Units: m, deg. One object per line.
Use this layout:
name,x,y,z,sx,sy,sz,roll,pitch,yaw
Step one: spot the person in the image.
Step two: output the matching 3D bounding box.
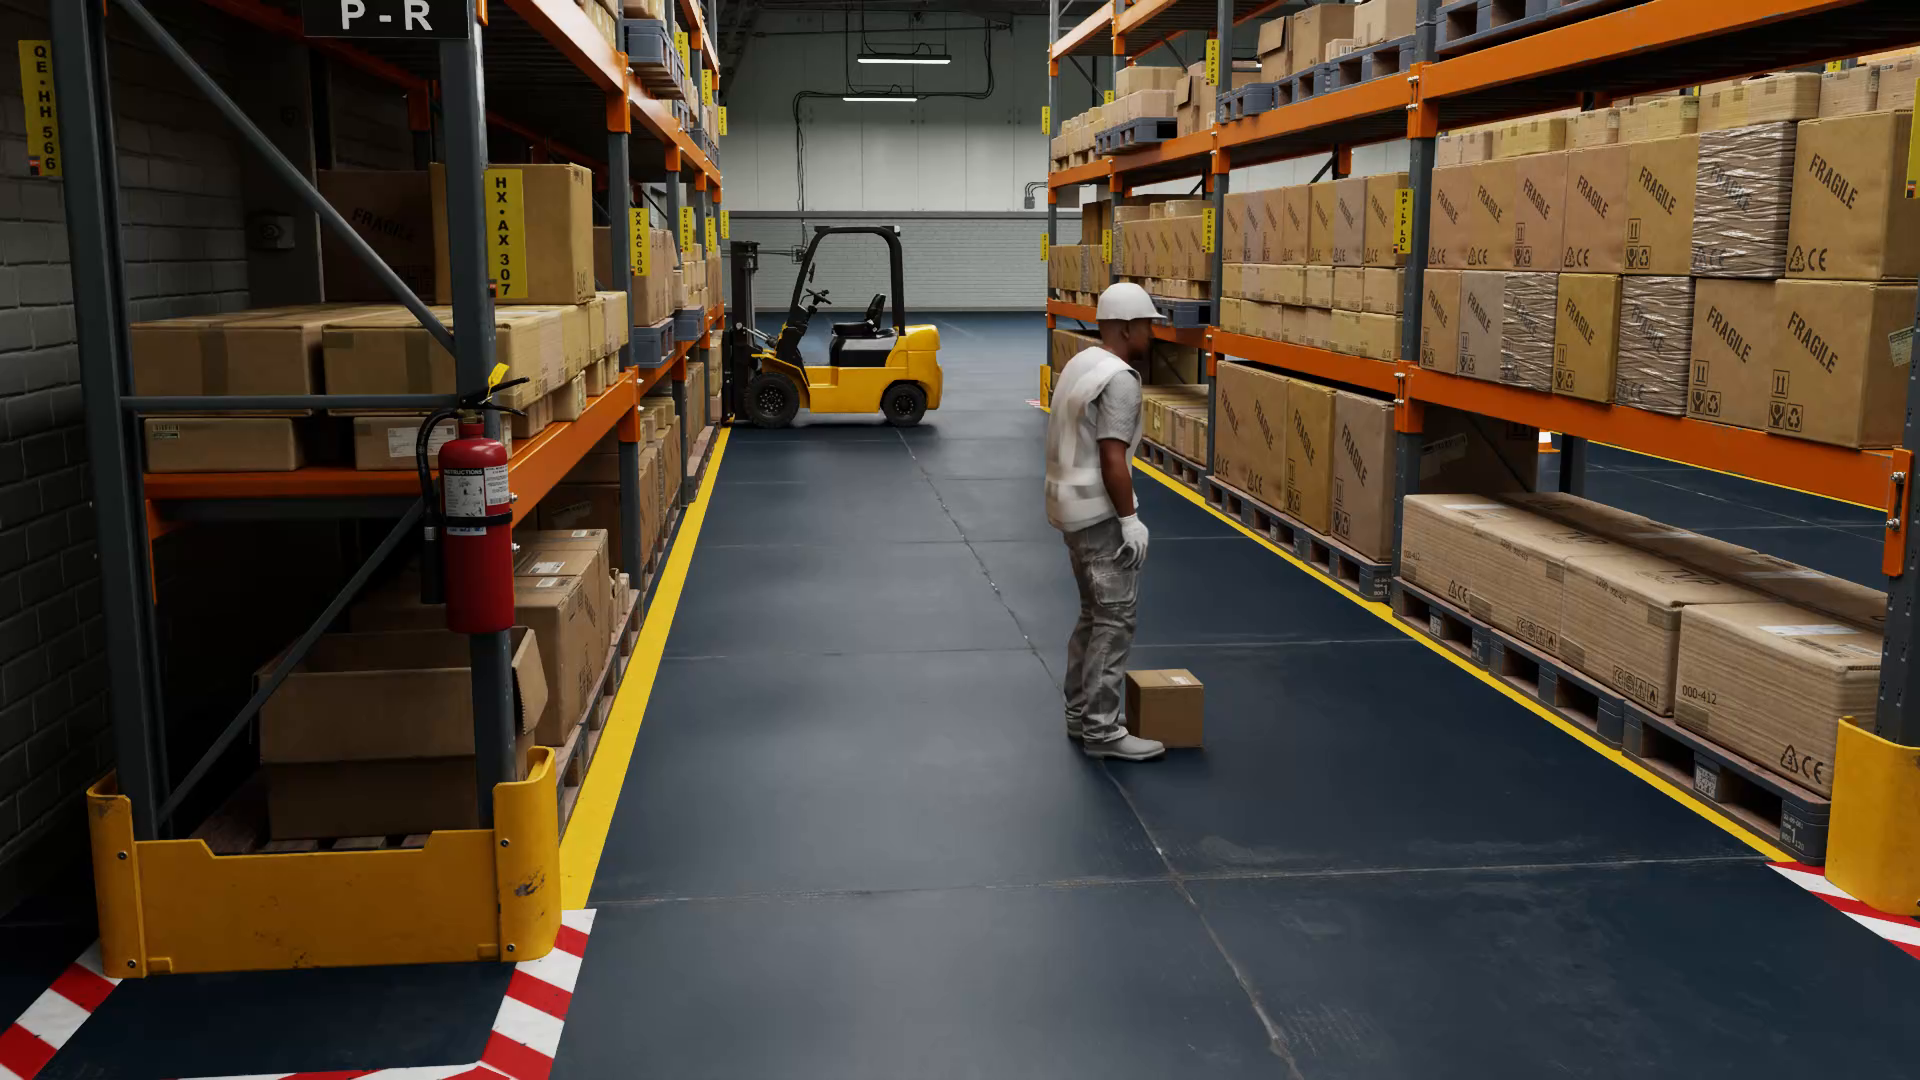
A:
person,0.562,-0.085,6.355,0.451,1.773,0.627,-2,10,-10
